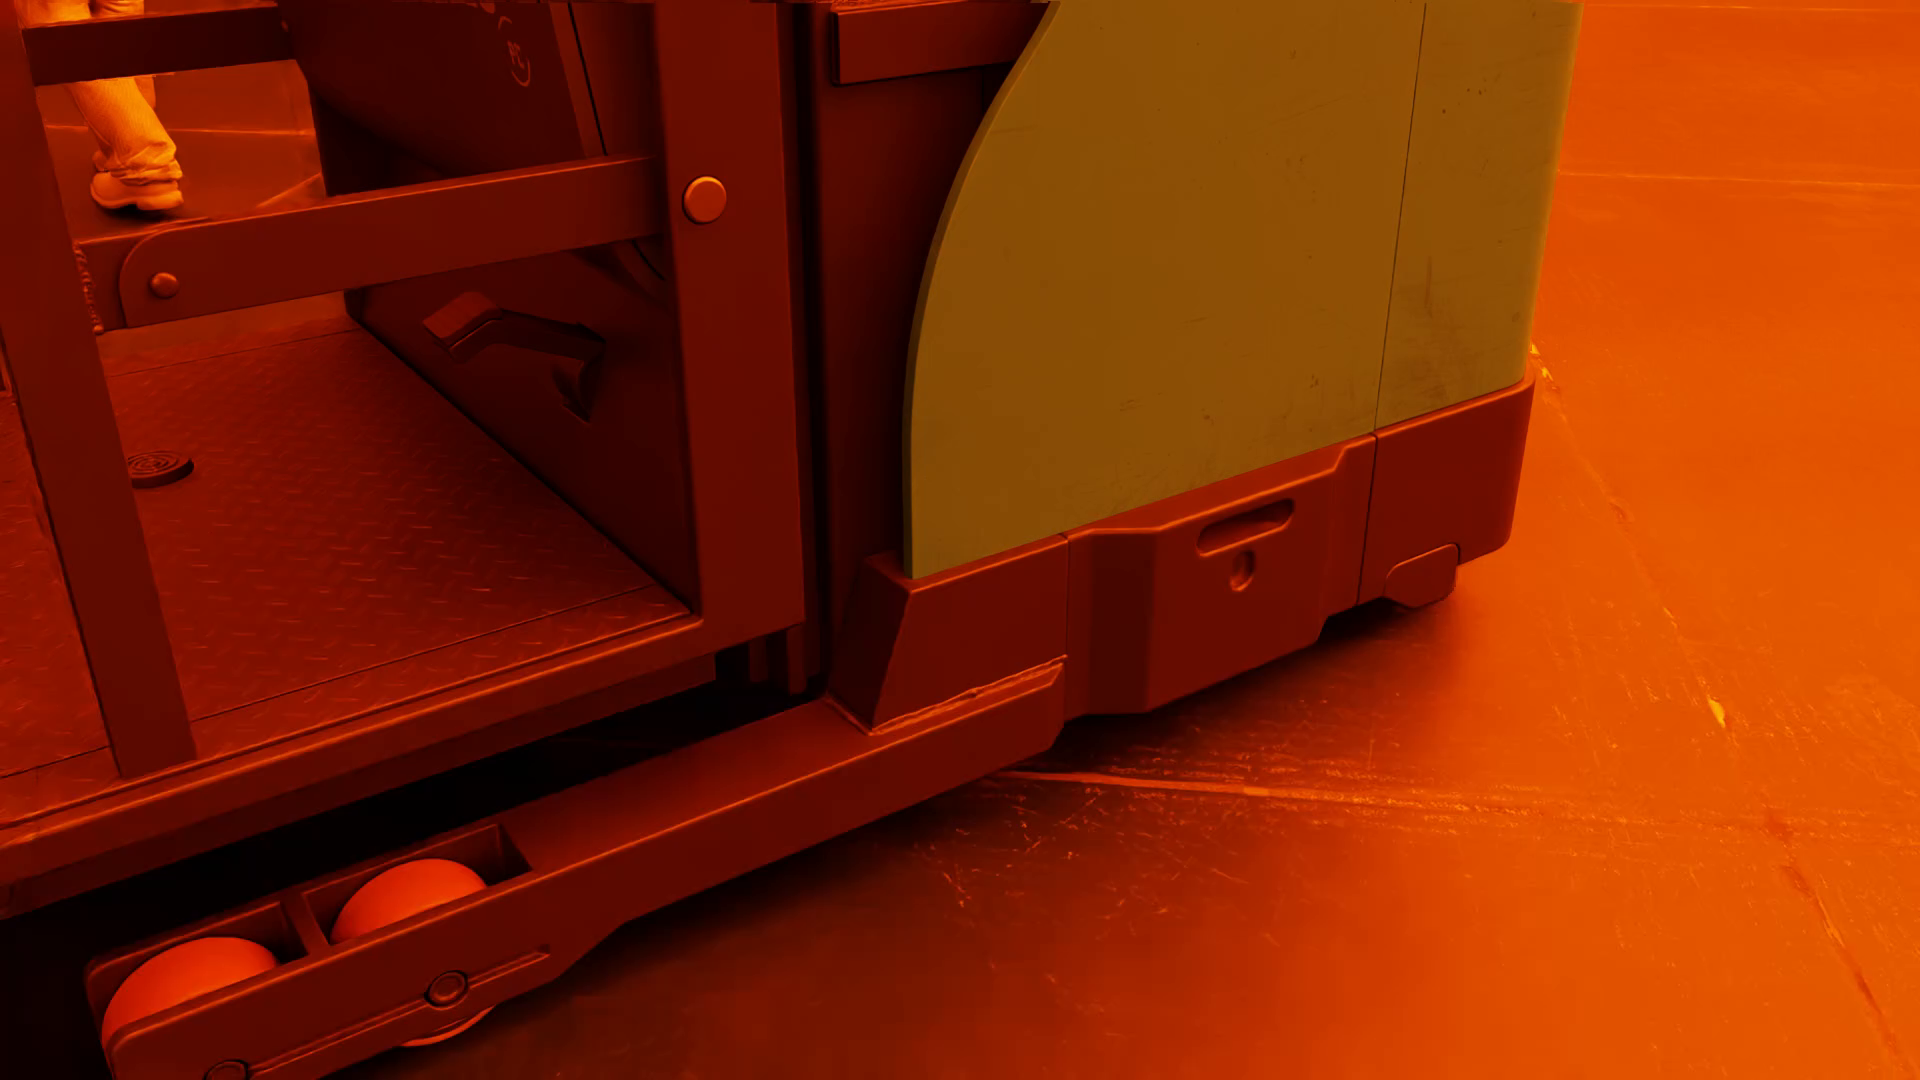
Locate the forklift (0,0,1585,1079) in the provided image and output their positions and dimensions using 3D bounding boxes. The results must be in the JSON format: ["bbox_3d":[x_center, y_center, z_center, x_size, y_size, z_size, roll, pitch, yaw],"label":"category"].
[{"bbox_3d":[-0.714,-1.060,1.341,3.031,2.935,1.130,-17,31,-31],"label":"forklift"}]

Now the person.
[{"bbox_3d":[-2.133,-1.694,3.958,0.756,1.753,0.943,19,32,32],"label":"person"}]
